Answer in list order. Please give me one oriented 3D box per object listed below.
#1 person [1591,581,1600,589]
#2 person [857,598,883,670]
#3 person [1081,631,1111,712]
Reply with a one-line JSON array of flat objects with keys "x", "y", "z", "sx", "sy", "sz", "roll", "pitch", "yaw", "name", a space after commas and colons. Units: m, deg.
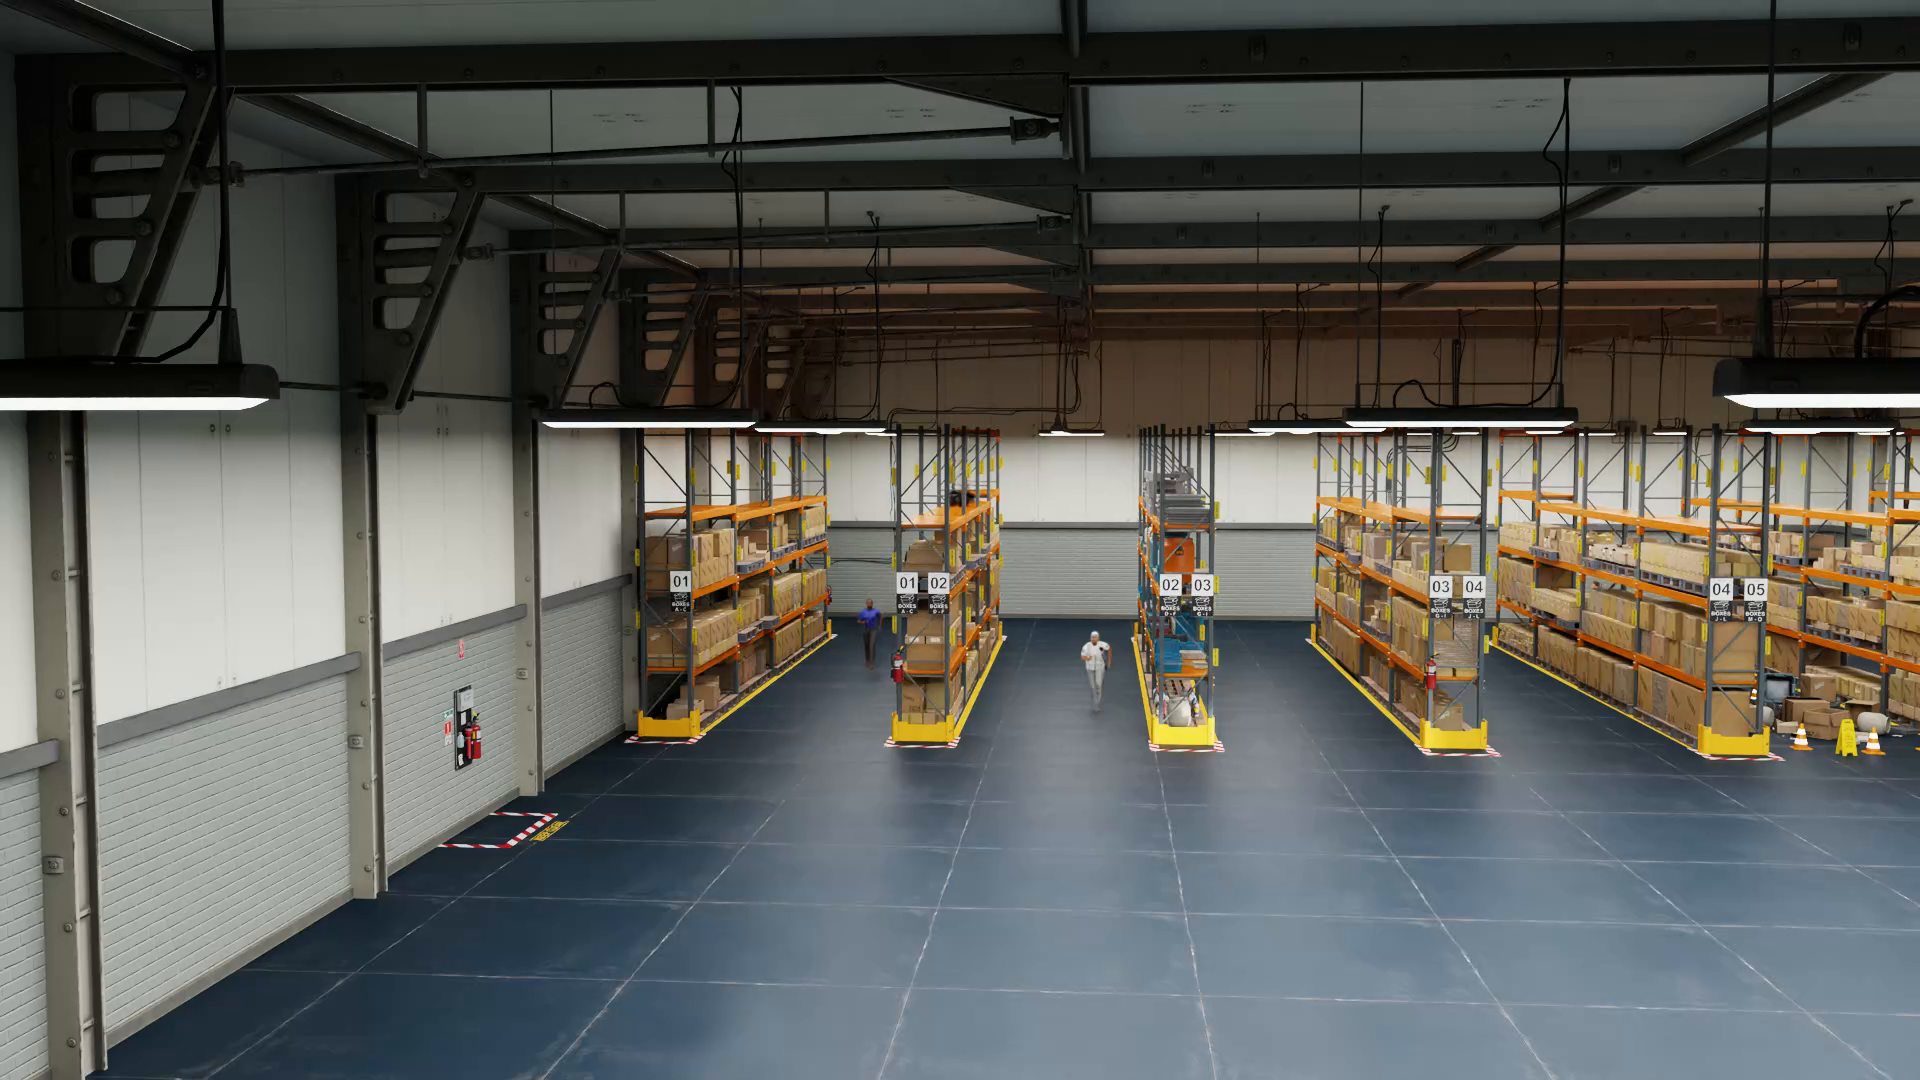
[{"x": 18.023, "y": 2.029, "z": 47.150, "sx": 0.737, "sy": 1.720, "sz": 0.559, "roll": 0, "pitch": 3, "yaw": -6, "name": "person"}, {"x": -2.135, "y": 2.228, "z": 39.333, "sx": 0.575, "sy": 1.693, "sz": 0.888, "roll": 0, "pitch": 3, "yaw": 2, "name": "person"}, {"x": 2.877, "y": 2.764, "z": 35.165, "sx": 0.626, "sy": 1.698, "sz": 0.823, "roll": 1, "pitch": 4, "yaw": 9, "name": "person"}]
